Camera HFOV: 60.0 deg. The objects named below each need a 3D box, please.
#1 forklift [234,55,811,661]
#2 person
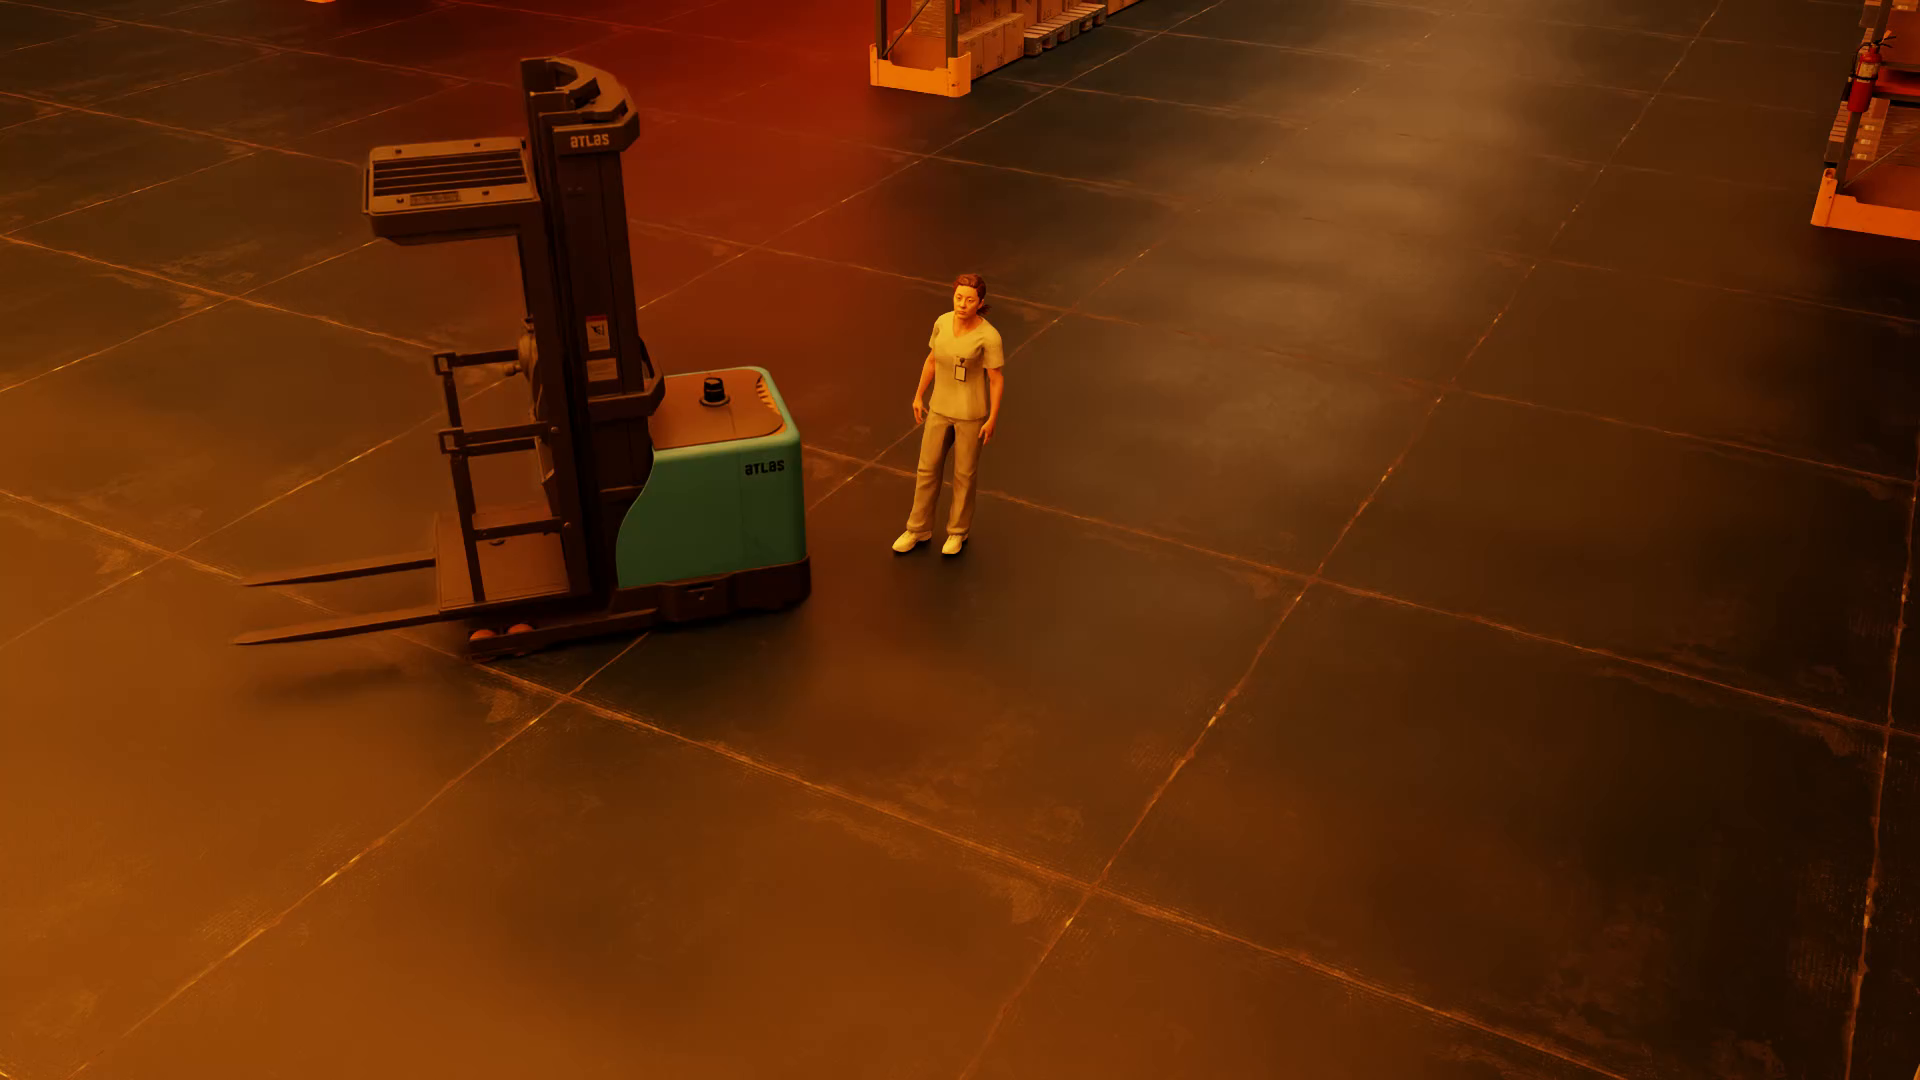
[{"bbox_3d":[-2.413,-0.917,8.659,3.031,2.935,1.130,-9,31,-15],"label":"forklift"},{"bbox_3d":[-0.048,-0.703,9.530,0.549,1.674,0.548,15,33,25],"label":"person"}]
